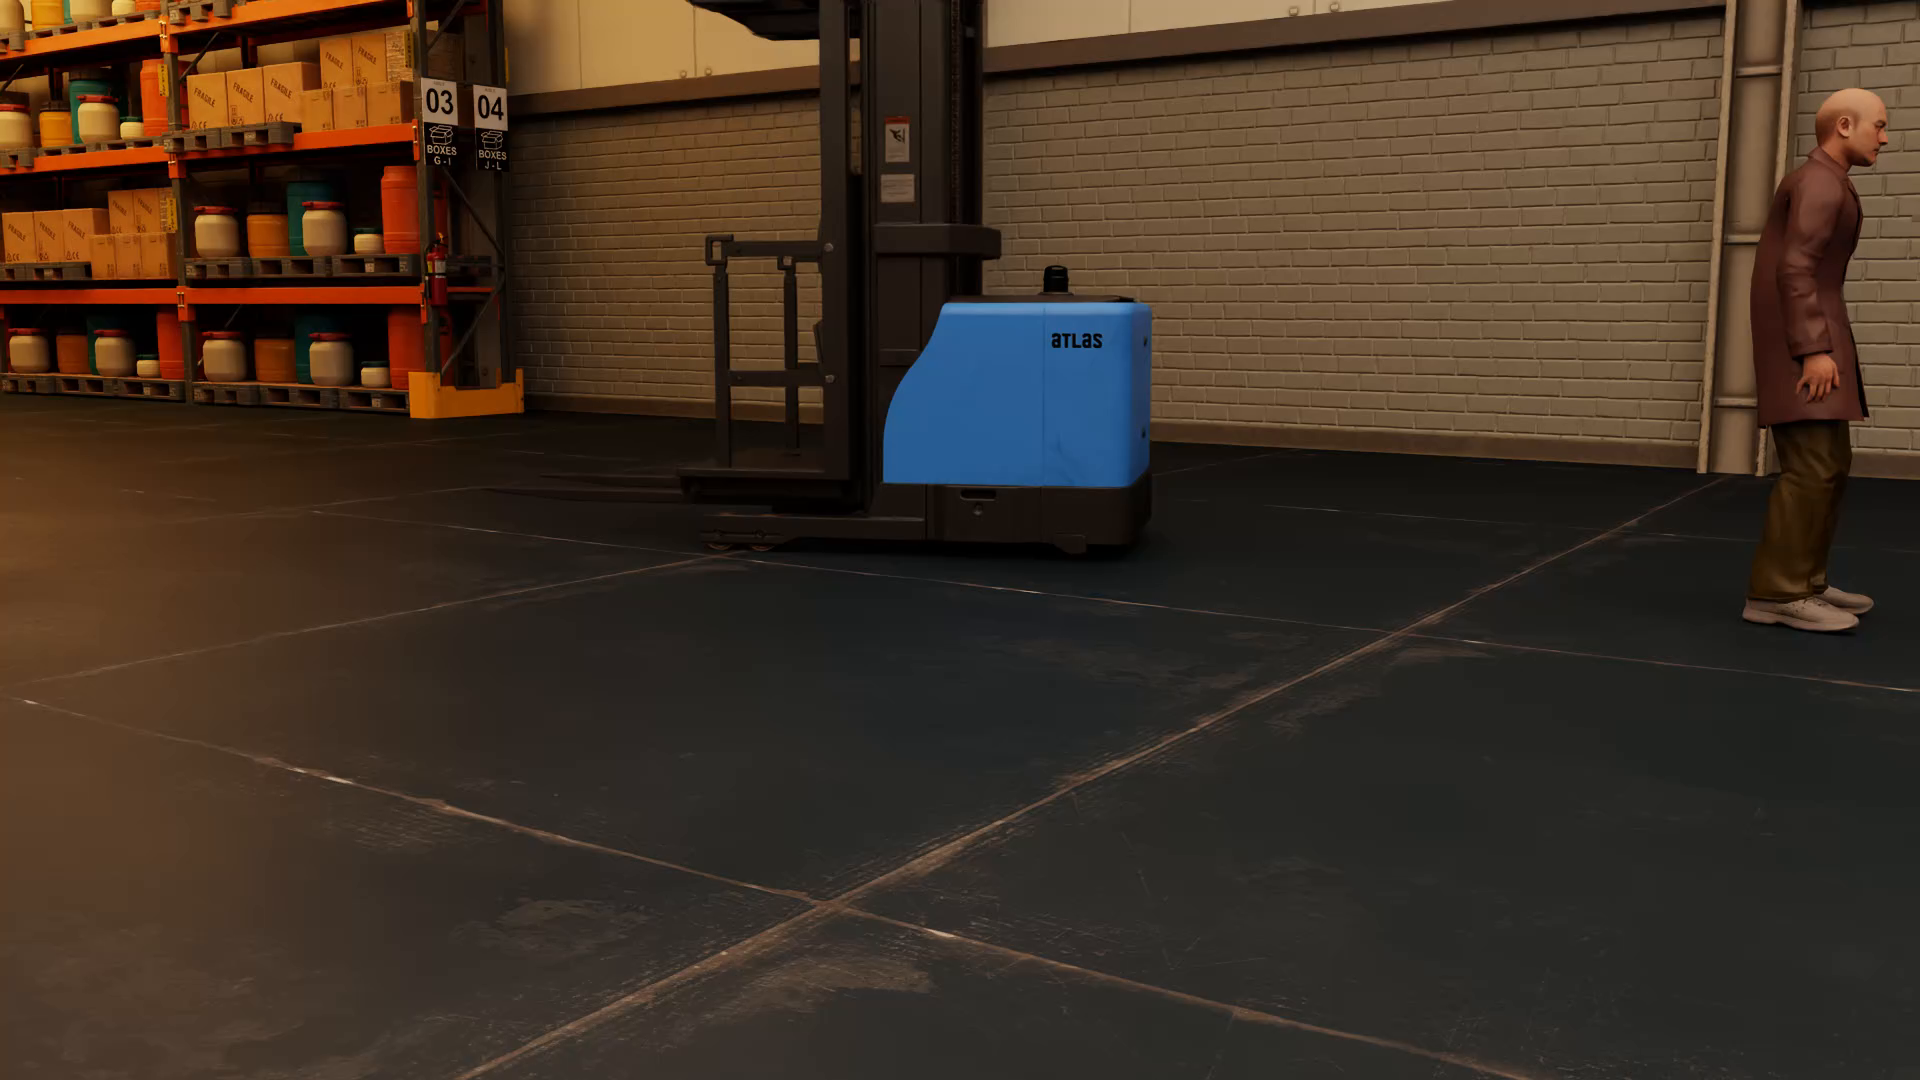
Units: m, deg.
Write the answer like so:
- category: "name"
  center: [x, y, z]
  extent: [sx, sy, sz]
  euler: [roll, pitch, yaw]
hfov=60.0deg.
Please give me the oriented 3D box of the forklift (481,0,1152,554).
- category: "forklift"
  center: [-0.669, -1.471, 7.535]
  extent: [3.031, 2.935, 1.130]
  euler: [2, 8, 12]

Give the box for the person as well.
- category: "person"
  center: [2.891, -0.612, 5.608]
  extent: [0.436, 1.772, 0.644]
  euler: [5, 9, 31]
